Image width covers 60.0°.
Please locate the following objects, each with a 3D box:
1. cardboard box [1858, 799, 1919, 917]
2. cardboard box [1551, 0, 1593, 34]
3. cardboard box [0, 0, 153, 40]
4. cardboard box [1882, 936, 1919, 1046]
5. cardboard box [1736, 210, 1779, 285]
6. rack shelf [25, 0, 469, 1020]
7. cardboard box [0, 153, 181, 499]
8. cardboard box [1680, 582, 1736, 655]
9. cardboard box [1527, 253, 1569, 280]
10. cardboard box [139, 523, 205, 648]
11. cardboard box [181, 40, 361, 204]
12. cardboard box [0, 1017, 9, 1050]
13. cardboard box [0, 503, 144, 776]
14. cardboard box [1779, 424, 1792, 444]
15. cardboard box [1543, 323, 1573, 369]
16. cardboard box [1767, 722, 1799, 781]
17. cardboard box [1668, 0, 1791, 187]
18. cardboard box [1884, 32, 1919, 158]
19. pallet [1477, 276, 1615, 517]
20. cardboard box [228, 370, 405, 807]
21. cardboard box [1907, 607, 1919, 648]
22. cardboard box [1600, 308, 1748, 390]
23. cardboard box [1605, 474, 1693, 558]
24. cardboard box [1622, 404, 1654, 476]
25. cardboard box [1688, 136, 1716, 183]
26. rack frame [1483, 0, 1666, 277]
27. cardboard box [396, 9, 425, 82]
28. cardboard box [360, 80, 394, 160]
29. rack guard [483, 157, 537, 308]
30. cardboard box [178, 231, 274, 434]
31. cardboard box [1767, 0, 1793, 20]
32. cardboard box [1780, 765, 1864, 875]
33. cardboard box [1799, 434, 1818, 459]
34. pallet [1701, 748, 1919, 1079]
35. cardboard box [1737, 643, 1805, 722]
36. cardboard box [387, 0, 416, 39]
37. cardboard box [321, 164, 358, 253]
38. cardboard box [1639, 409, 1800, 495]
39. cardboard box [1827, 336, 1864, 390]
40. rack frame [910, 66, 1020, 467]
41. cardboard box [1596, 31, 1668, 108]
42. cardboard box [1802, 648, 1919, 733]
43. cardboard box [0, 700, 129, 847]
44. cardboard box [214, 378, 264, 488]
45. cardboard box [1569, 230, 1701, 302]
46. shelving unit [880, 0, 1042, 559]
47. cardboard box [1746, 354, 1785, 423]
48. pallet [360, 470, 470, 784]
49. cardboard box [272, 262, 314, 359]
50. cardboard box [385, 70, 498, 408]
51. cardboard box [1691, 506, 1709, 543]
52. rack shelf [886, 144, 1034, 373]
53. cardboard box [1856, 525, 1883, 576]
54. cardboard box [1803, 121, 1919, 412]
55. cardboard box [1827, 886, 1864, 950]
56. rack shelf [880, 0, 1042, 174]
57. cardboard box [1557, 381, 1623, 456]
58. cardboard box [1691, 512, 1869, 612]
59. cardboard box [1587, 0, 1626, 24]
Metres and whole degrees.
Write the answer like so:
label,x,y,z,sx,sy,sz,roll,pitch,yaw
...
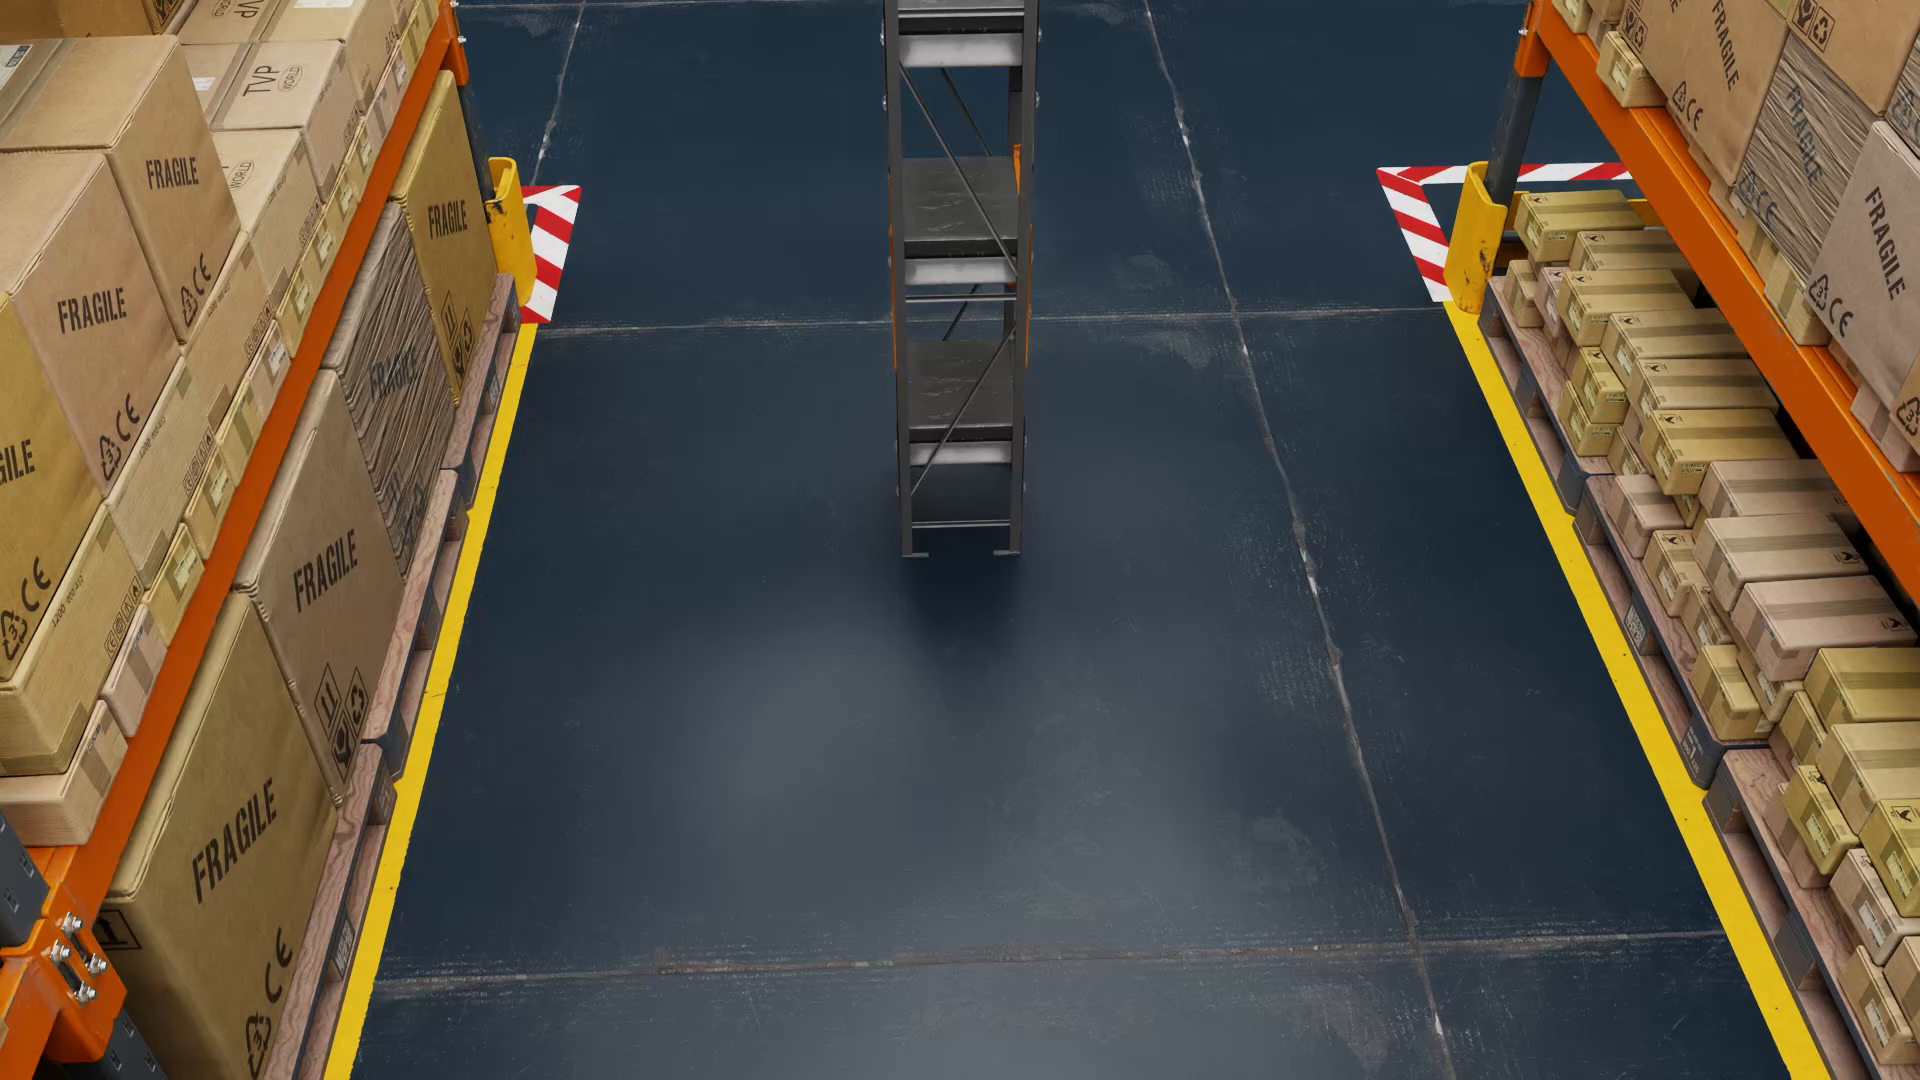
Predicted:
label,x,y,z,sx,sy,sz,roll,pitch,yaw
cardboard box,2.450,0.769,4.050,0.380,0.149,0.250,-1,43,-1
cardboard box,2.292,-1.883,5.771,0.380,0.149,0.250,-2,43,-2
cardboard box,-2.554,-1.442,4.439,0.500,0.500,0.500,-3,43,-3
cardboard box,2.445,1.079,3.931,0.380,0.149,0.250,-1,43,-1
cardboard box,2.409,-0.832,4.623,0.380,0.149,0.250,0,43,0
rack shelf,-2.269,-0.514,4.624,1.077,0.370,4.000,-2,43,-2
cardboard box,-1.962,-0.424,3.328,0.500,0.500,0.500,-2,43,-2
cardboard box,2.431,0.261,5.045,0.380,0.149,0.250,-1,43,-1
cardboard box,2.372,-1.056,6.261,0.380,0.149,0.250,0,43,0
cardboard box,-1.887,0.099,3.608,0.380,0.149,0.250,0,43,0
cardboard box,-2.025,-1.179,4.707,0.500,0.250,0.500,-3,43,-3
cardboard box,-1.891,0.842,2.538,0.500,0.500,0.500,-2,43,-2
cardboard box,-1.942,0.192,3.212,0.500,0.250,0.500,-2,43,-3
cardboard box,2.971,-0.270,5.624,0.380,0.149,0.250,-3,43,-4
cardboard box,2.401,-0.771,6.170,0.380,0.149,0.250,-2,43,-2
cardboard box,2.526,0.602,4.672,0.380,0.149,0.250,-3,43,-3
cardboard box,2.405,-1.348,4.706,0.500,0.500,0.500,-1,43,-1
cardboard box,2.451,-1.023,3.612,0.500,0.500,0.500,-1,43,-1
pallet,2.608,-0.575,6.221,1.003,0.211,1.213,-2,43,-2
cardboard box,-2.170,0.144,4.635,0.875,0.875,0.875,-2,43,-2
cardboard box,2.937,0.329,4.750,0.380,0.149,0.250,0,43,0
cardboard box,2.397,-0.642,5.589,0.380,0.149,0.250,-4,43,-4
cardboard box,2.350,-0.087,5.424,0.380,0.149,0.250,-4,43,-4
cardboard box,2.434,-0.354,5.496,0.380,0.149,0.250,-4,43,-4
cardboard box,2.437,-1.175,4.997,0.380,0.149,0.250,-2,43,-2
rack frame,2.606,-2.204,5.934,1.000,3.000,0.127,-2,43,-2
cardboard box,-1.997,-1.631,5.495,0.380,0.149,0.250,-1,43,-1
cardboard box,-1.978,-1.292,5.126,0.380,0.149,0.250,-1,43,-1
rack guard,-2.355,-1.225,6.716,1.175,0.500,0.348,-2,43,-2
cardboard box,-1.986,-0.494,3.960,0.500,0.250,0.500,-1,43,-1
cardboard box,2.387,-1.716,4.368,0.500,0.500,0.500,-3,43,-3
cardboard box,2.392,0.717,4.327,0.380,0.149,0.250,-3,43,-3
cardboard box,2.888,-0.297,5.213,0.380,0.149,0.250,-3,43,-3
pallet,2.712,1.072,4.424,1.003,0.211,1.213,-2,43,-2
cardboard box,2.449,0.373,4.702,0.380,0.149,0.250,-1,43,-1
cardboard box,-2.068,-1.865,5.455,0.500,0.250,0.500,-2,43,-2
cardboard box,-1.953,-0.942,4.743,0.380,0.149,0.250,-1,43,-2
cardboard box,2.364,-0.276,5.190,0.380,0.149,0.250,-1,43,-1
cardboard box,2.473,-0.481,4.240,0.380,0.149,0.250,-2,43,-2
rack frame,-0.017,-1.051,5.342,0.400,2.100,0.015,-2,43,-2
cardboard box,2.302,-1.529,5.385,0.380,0.149,0.250,-3,43,-3
cardboard box,2.499,0.424,4.426,0.380,0.149,0.250,0,43,0
cardboard box,-1.864,0.454,3.221,0.380,0.149,0.250,-2,43,-2
cardboard box,-1.911,-0.251,3.990,0.380,0.149,0.250,-2,43,-2
cardboard box,2.421,-0.981,5.959,0.380,0.149,0.250,-1,43,-1
shelving unit,-0.007,-0.886,5.162,0.431,2.100,0.503,-2,43,-2
cardboard box,2.846,-0.534,5.692,0.380,0.149,0.250,-2,43,-2
pallet,-2.193,0.257,5.313,1.003,0.211,1.213,-2,43,-2
cardboard box,-1.932,-0.598,4.369,0.380,0.149,0.250,-3,43,-3
cardboard box,-2.247,-1.072,5.961,0.875,0.875,0.875,-2,43,-2
cardboard box,2.489,0.010,5.098,0.380,0.149,0.250,0,43,0
rack shelf,-0.007,-0.876,5.172,0.431,0.518,0.480,-2,43,-2
cardboard box,3.004,-0.011,5.121,0.380,0.149,0.250,-1,43,-1
cardboard box,2.432,-0.655,3.950,0.500,0.500,0.500,-2,43,-2
cardboard box,2.491,0.960,4.282,0.380,0.149,0.250,-1,43,-1
rack shelf,-0.007,-1.392,4.699,0.431,0.518,0.480,-2,43,-2
cardboard box,2.320,-0.427,5.795,0.380,0.149,0.250,-1,43,-1
cardboard box,2.372,0.062,4.821,0.380,0.149,0.250,-3,43,-3
cardboard box,2.349,-2.039,5.461,0.500,0.500,0.500,0,43,0
